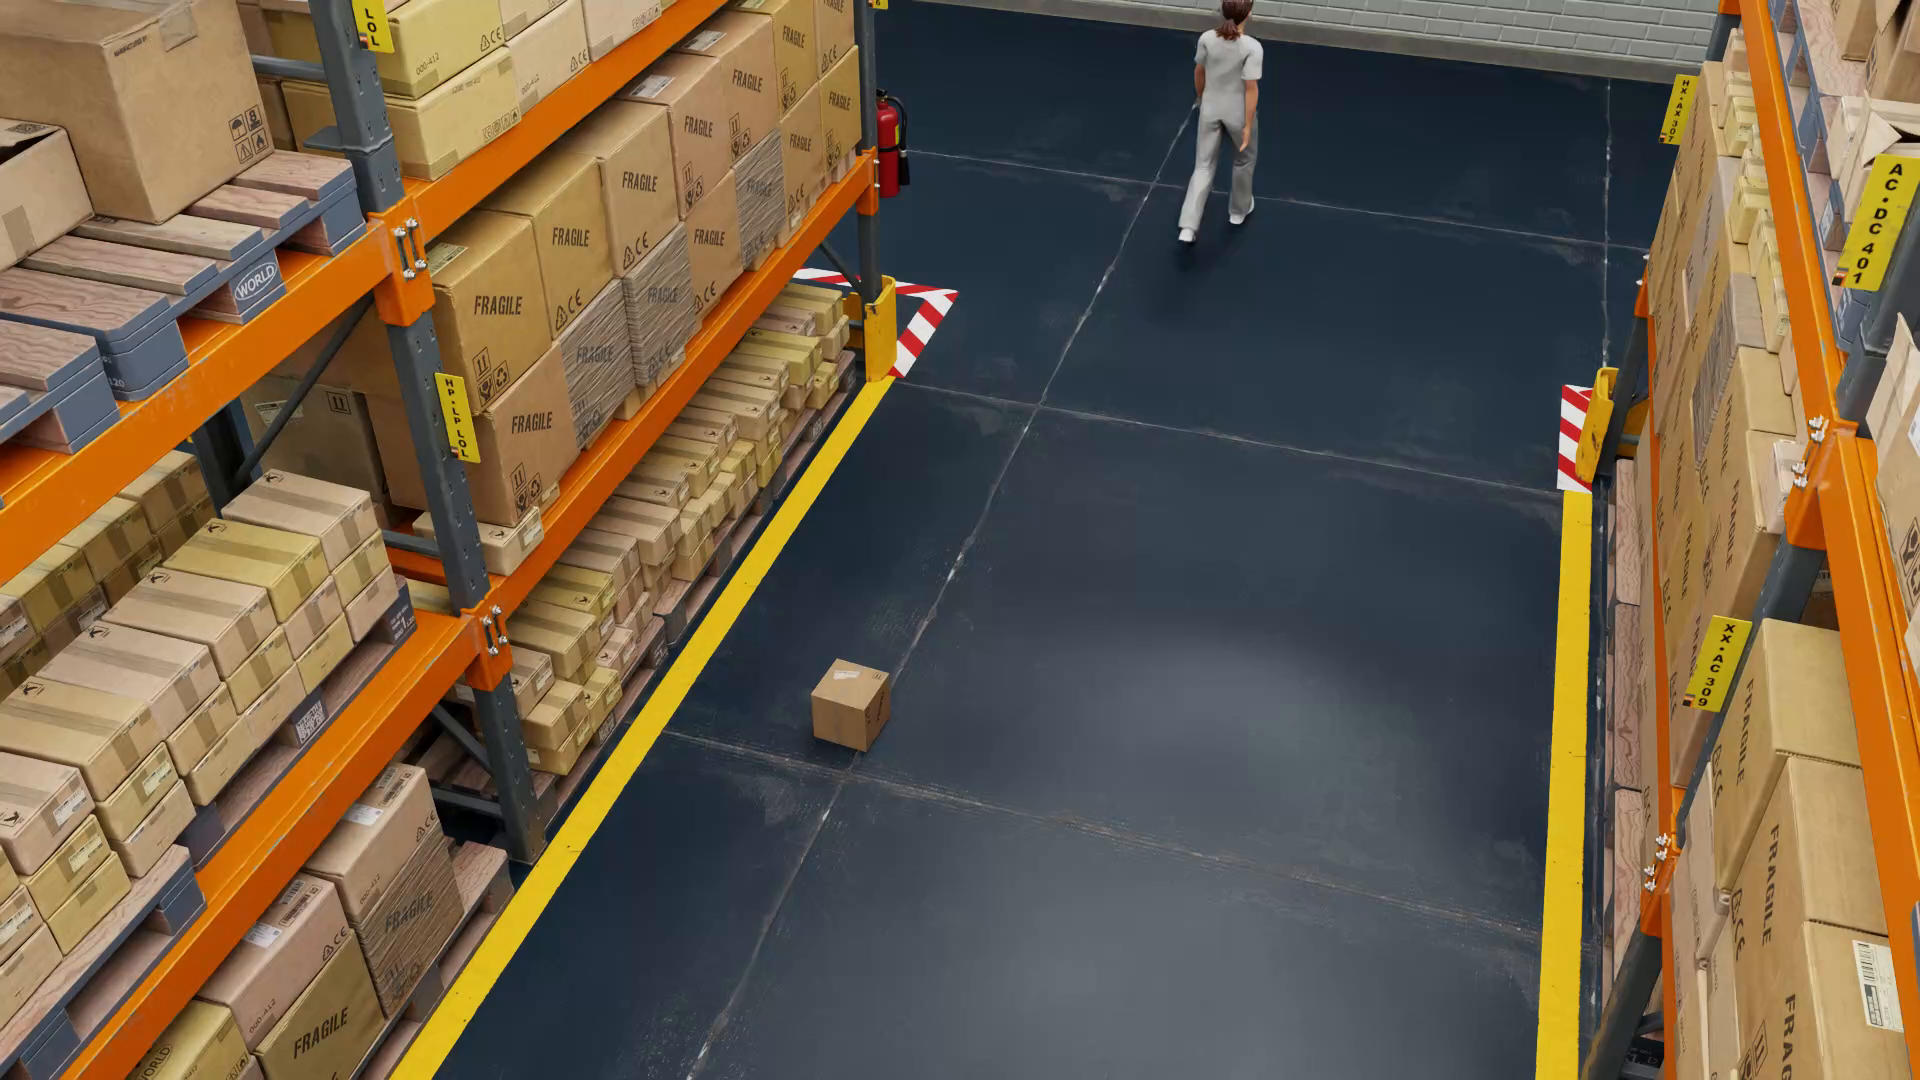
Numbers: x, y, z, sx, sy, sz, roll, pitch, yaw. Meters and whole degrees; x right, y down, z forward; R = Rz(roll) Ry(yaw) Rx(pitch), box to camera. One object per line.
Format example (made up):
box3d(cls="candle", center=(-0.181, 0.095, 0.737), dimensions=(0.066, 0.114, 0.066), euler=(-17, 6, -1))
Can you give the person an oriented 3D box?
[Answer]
box3d(cls="person", center=(1.657, -2.659, 10.395), dimensions=(0.456, 1.628, 0.969), euler=(17, 40, 21))
